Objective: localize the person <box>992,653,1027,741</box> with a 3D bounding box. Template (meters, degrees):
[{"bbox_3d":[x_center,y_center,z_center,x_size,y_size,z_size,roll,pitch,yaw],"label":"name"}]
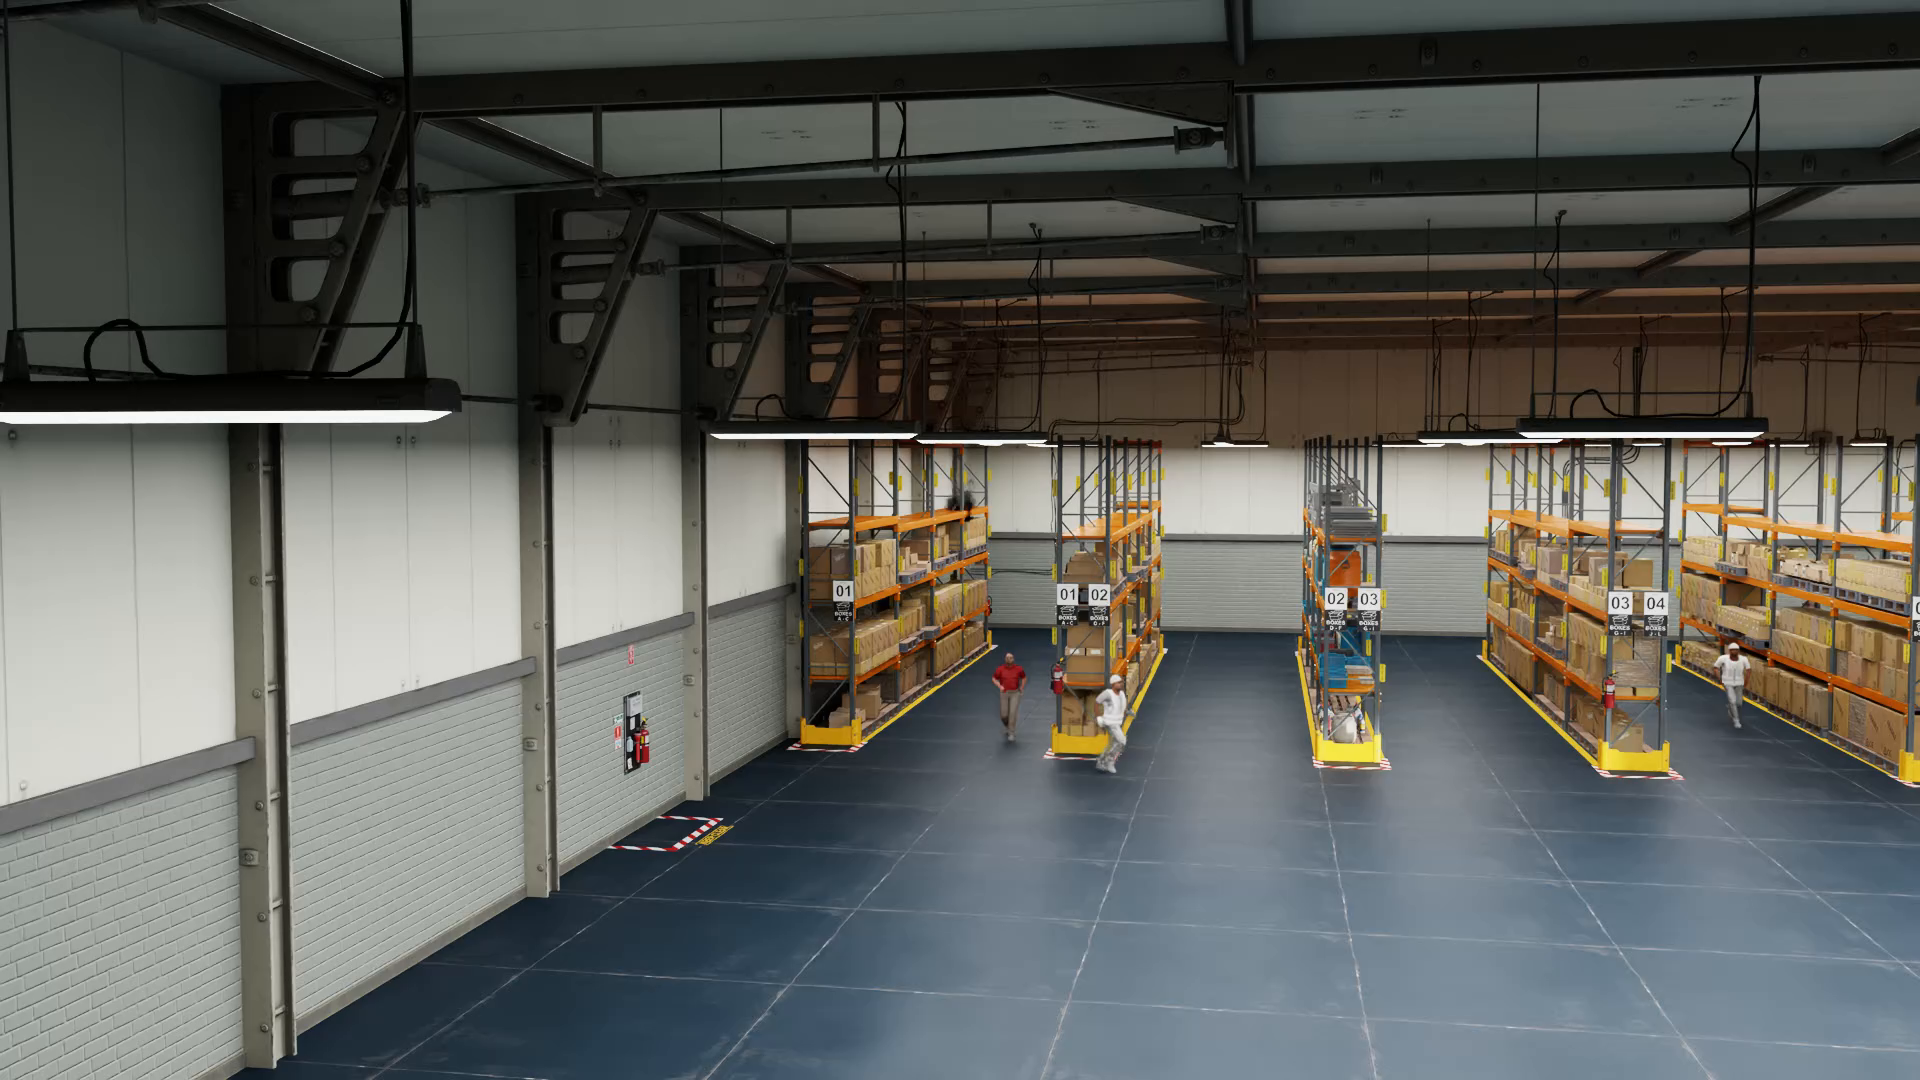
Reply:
[{"bbox_3d":[0.980,3.088,32.966,0.690,1.705,0.757,0,3,5],"label":"person"}]

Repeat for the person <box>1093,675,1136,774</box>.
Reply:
[{"bbox_3d":[2.736,3.254,29.441,0.777,1.746,0.602,2,4,36],"label":"person"}]

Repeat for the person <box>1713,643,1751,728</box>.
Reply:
[{"bbox_3d":[16.052,2.998,34.563,0.725,1.739,0.788,1,3,11],"label":"person"}]

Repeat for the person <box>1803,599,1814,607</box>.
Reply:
[{"bbox_3d":[23.109,2.428,45.328,0.850,1.740,0.681,1,3,15],"label":"person"}]
